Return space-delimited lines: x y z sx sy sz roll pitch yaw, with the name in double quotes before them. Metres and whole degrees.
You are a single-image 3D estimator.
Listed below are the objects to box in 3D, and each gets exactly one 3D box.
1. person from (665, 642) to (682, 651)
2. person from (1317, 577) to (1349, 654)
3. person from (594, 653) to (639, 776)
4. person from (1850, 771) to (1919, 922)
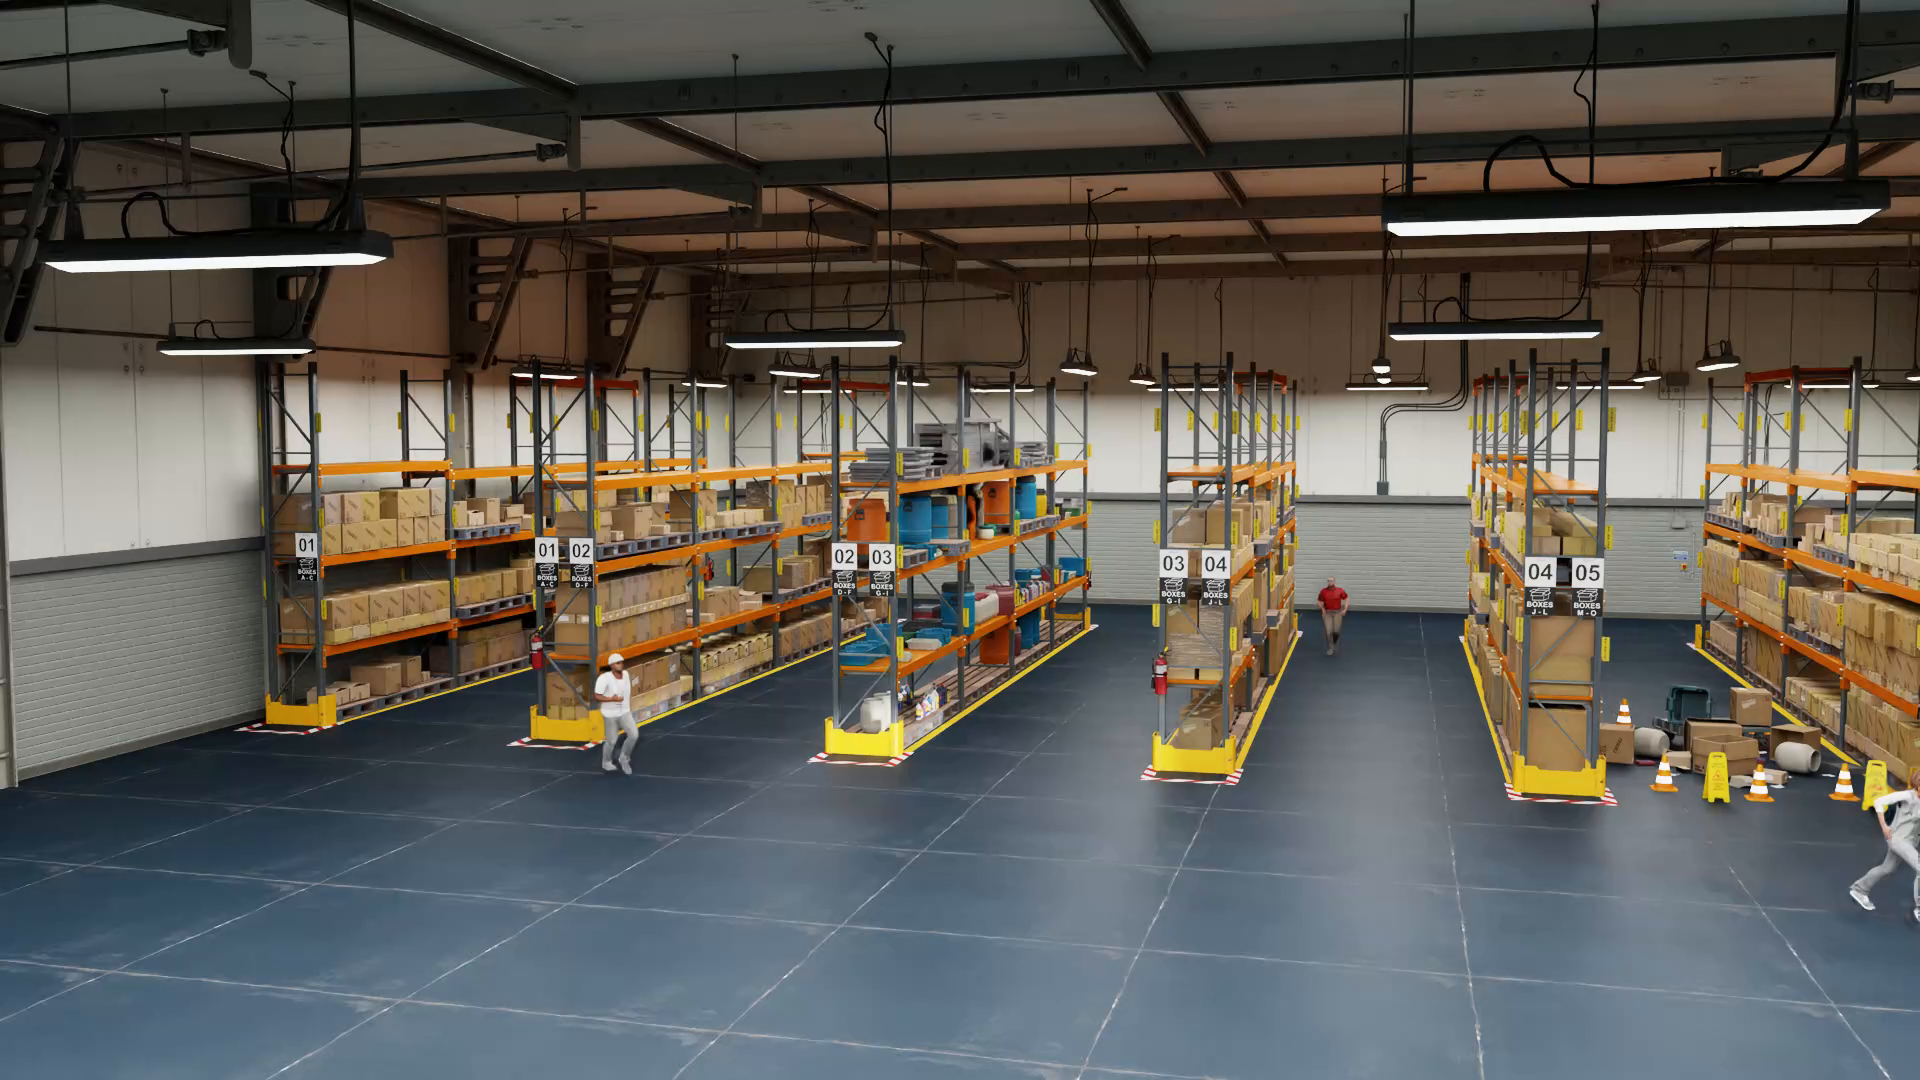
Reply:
"person" -6.205 1.596 35.729 0.631 1.844 0.735 1 4 11
"person" 8.033 1.639 35.894 0.673 1.689 0.531 1 4 18
"person" -4.877 2.474 23.566 0.682 1.759 0.742 -4 5 -42
"person" 9.373 3.054 16.643 0.536 1.593 0.886 -3 5 -35
